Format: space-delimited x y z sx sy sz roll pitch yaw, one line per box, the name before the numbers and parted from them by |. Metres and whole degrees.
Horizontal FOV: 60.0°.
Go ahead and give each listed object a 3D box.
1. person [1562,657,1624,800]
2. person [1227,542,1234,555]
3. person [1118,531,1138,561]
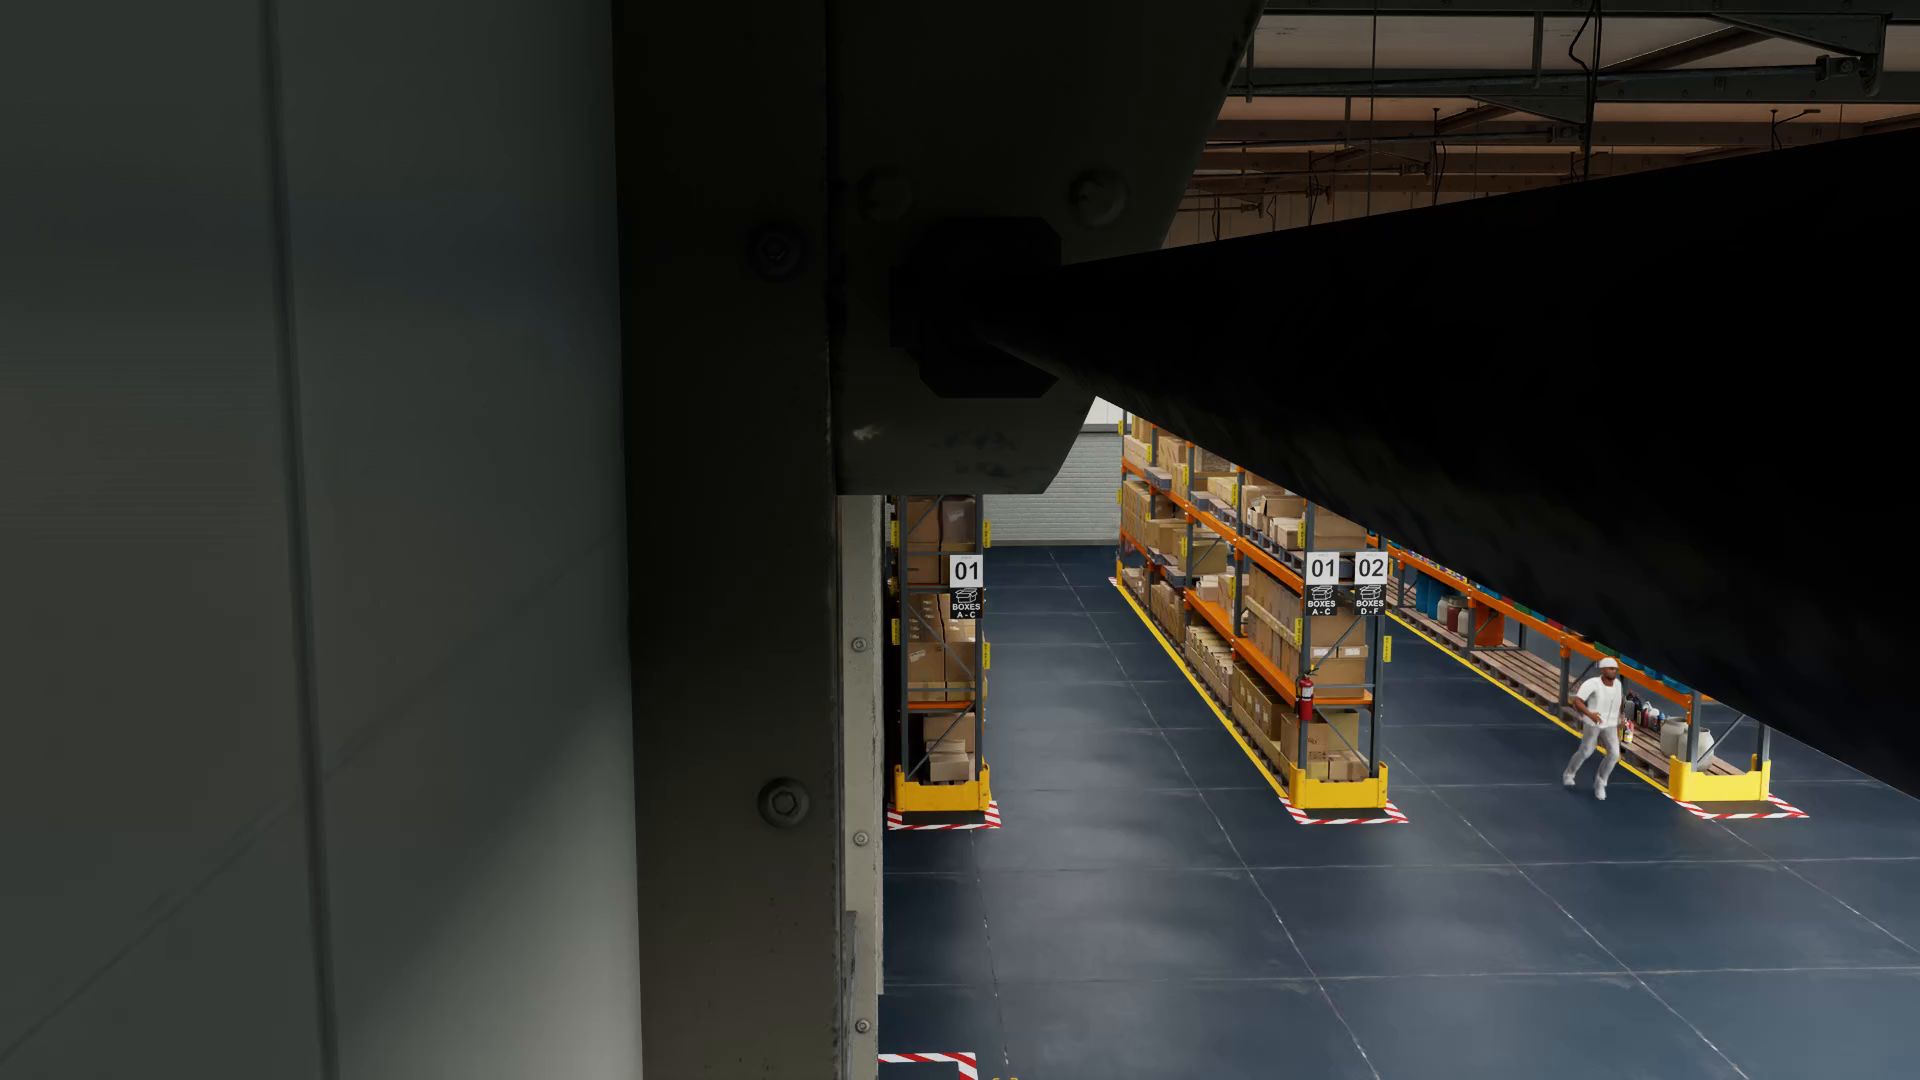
person | 8.176 2.373 21.198 0.778 1.776 0.686 -2 9 -14
person | 6.932 -0.373 40.168 1.133 1.600 0.678 4 9 26
person | 3.969 -0.081 38.520 0.612 1.501 0.778 -6 10 -36
